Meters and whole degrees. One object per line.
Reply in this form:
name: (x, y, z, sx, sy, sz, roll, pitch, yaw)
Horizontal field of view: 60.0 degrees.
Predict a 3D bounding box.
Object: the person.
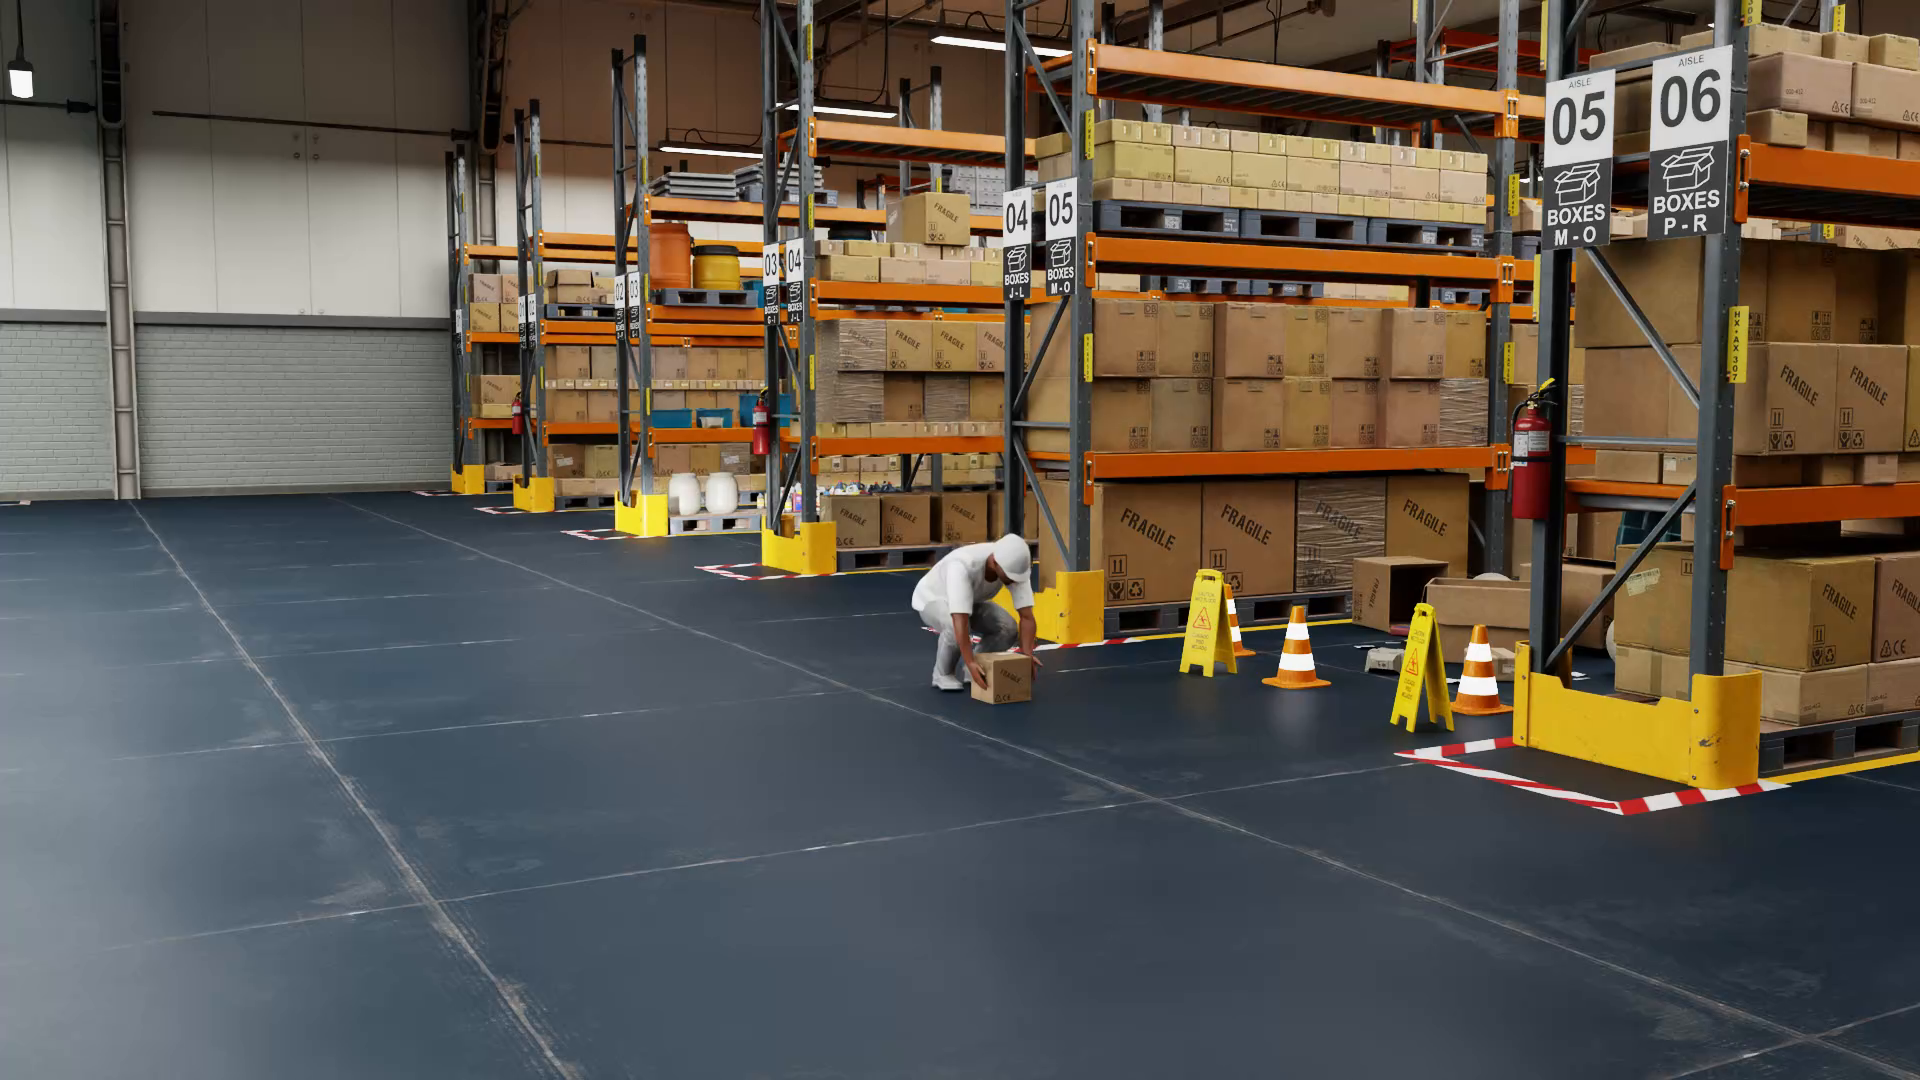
person: (0.130, 0.325, 9.597, 0.477, 1.118, 0.979, -3, 6, -31)
